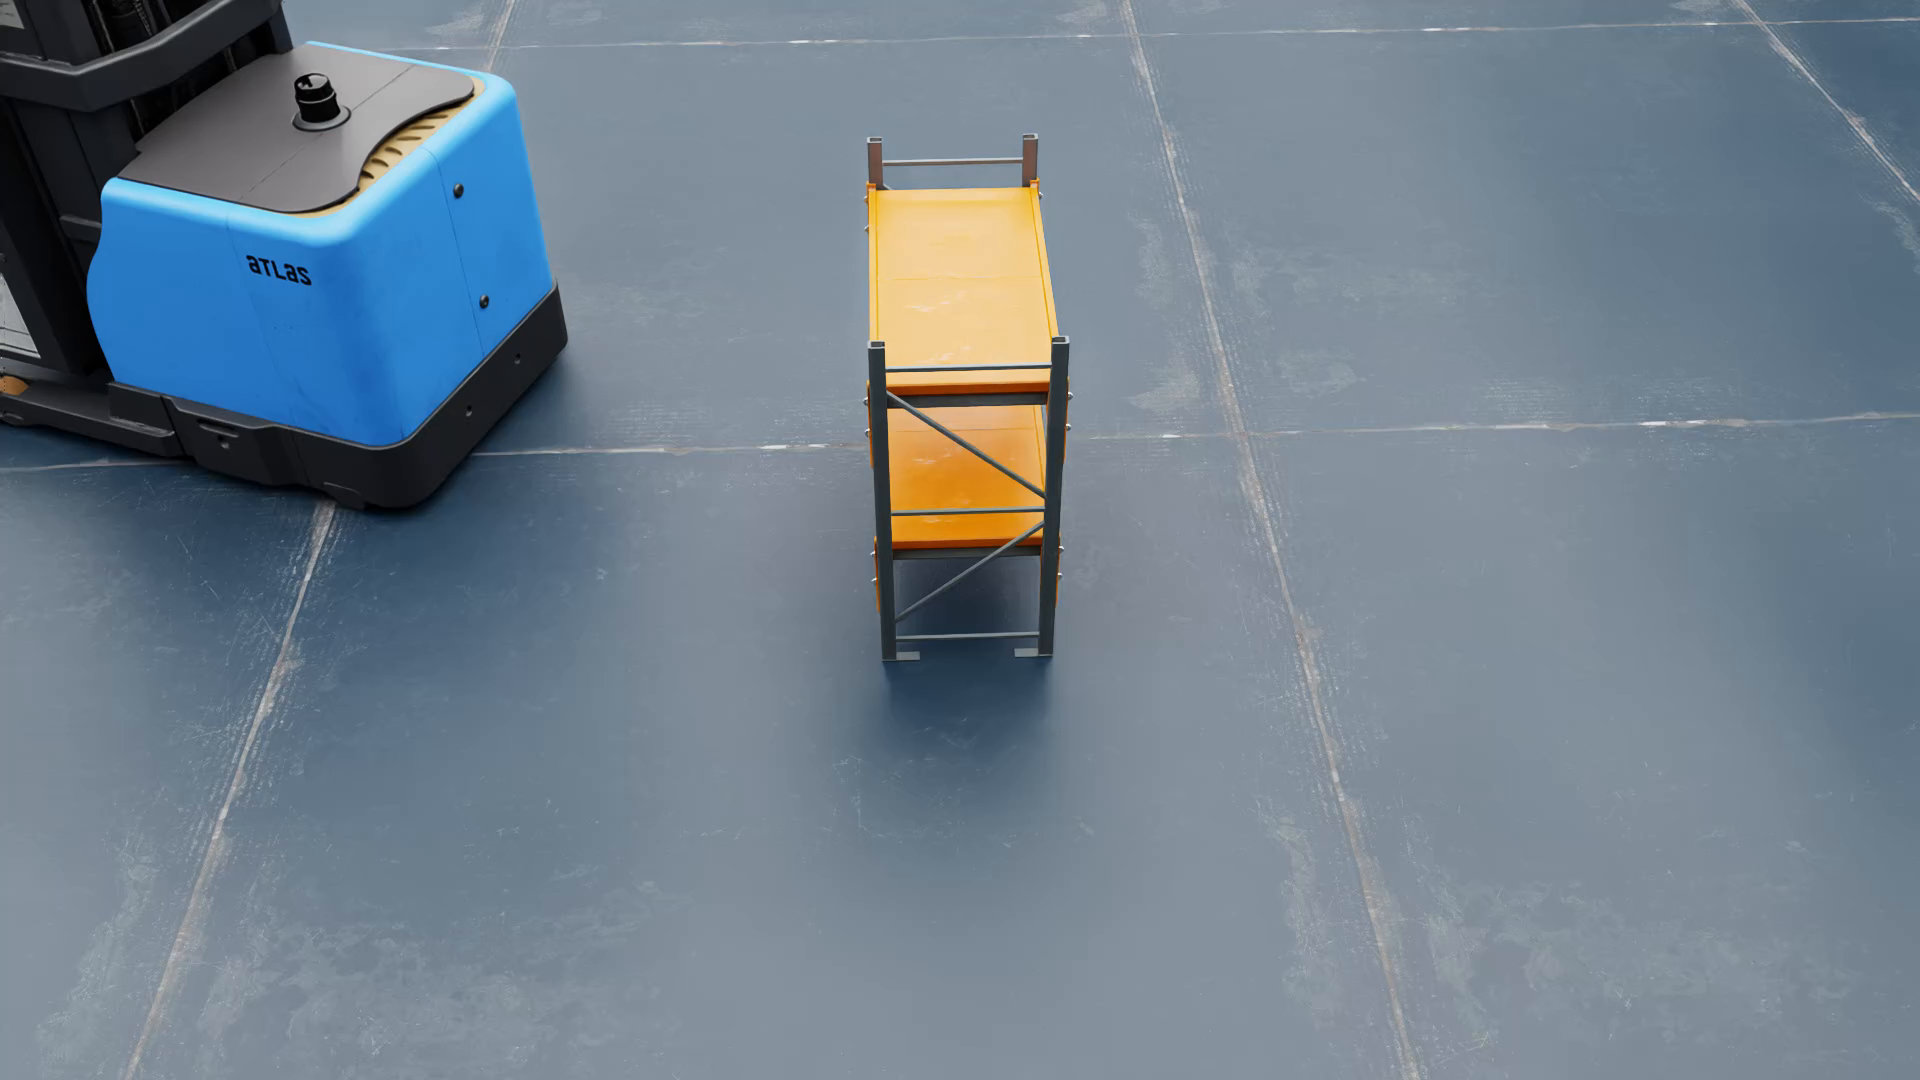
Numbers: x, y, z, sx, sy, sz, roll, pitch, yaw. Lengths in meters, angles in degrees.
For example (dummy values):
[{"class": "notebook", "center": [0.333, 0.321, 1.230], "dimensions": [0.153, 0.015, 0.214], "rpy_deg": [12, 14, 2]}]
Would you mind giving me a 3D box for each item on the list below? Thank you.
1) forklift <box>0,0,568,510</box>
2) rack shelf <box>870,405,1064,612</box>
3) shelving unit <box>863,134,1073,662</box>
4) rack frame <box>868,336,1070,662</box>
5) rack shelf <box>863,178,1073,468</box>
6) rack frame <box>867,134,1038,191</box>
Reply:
[{"class": "forklift", "center": [-2.967, -1.791, 5.034], "dimensions": [3.031, 2.935, 1.130], "rpy_deg": [14, 44, 15]}, {"class": "rack shelf", "center": [0.000, -0.239, 5.040], "dimensions": [0.538, 0.278, 1.000], "rpy_deg": [-2, 43, -2]}, {"class": "shelving unit", "center": [0.000, -0.419, 4.875], "dimensions": [0.538, 1.125, 1.048], "rpy_deg": [-2, 43, -2]}, {"class": "rack frame", "center": [0.021, -0.076, 4.500], "dimensions": [0.500, 1.125, 0.032], "rpy_deg": [-2, 43, -2]}, {"class": "rack shelf", "center": [0.000, -0.635, 4.677], "dimensions": [0.538, 0.278, 1.000], "rpy_deg": [-2, 43, -2]}, {"class": "rack frame", "center": [-0.022, -0.762, 5.249], "dimensions": [0.500, 1.125, 0.032], "rpy_deg": [-2, 43, -2]}]
